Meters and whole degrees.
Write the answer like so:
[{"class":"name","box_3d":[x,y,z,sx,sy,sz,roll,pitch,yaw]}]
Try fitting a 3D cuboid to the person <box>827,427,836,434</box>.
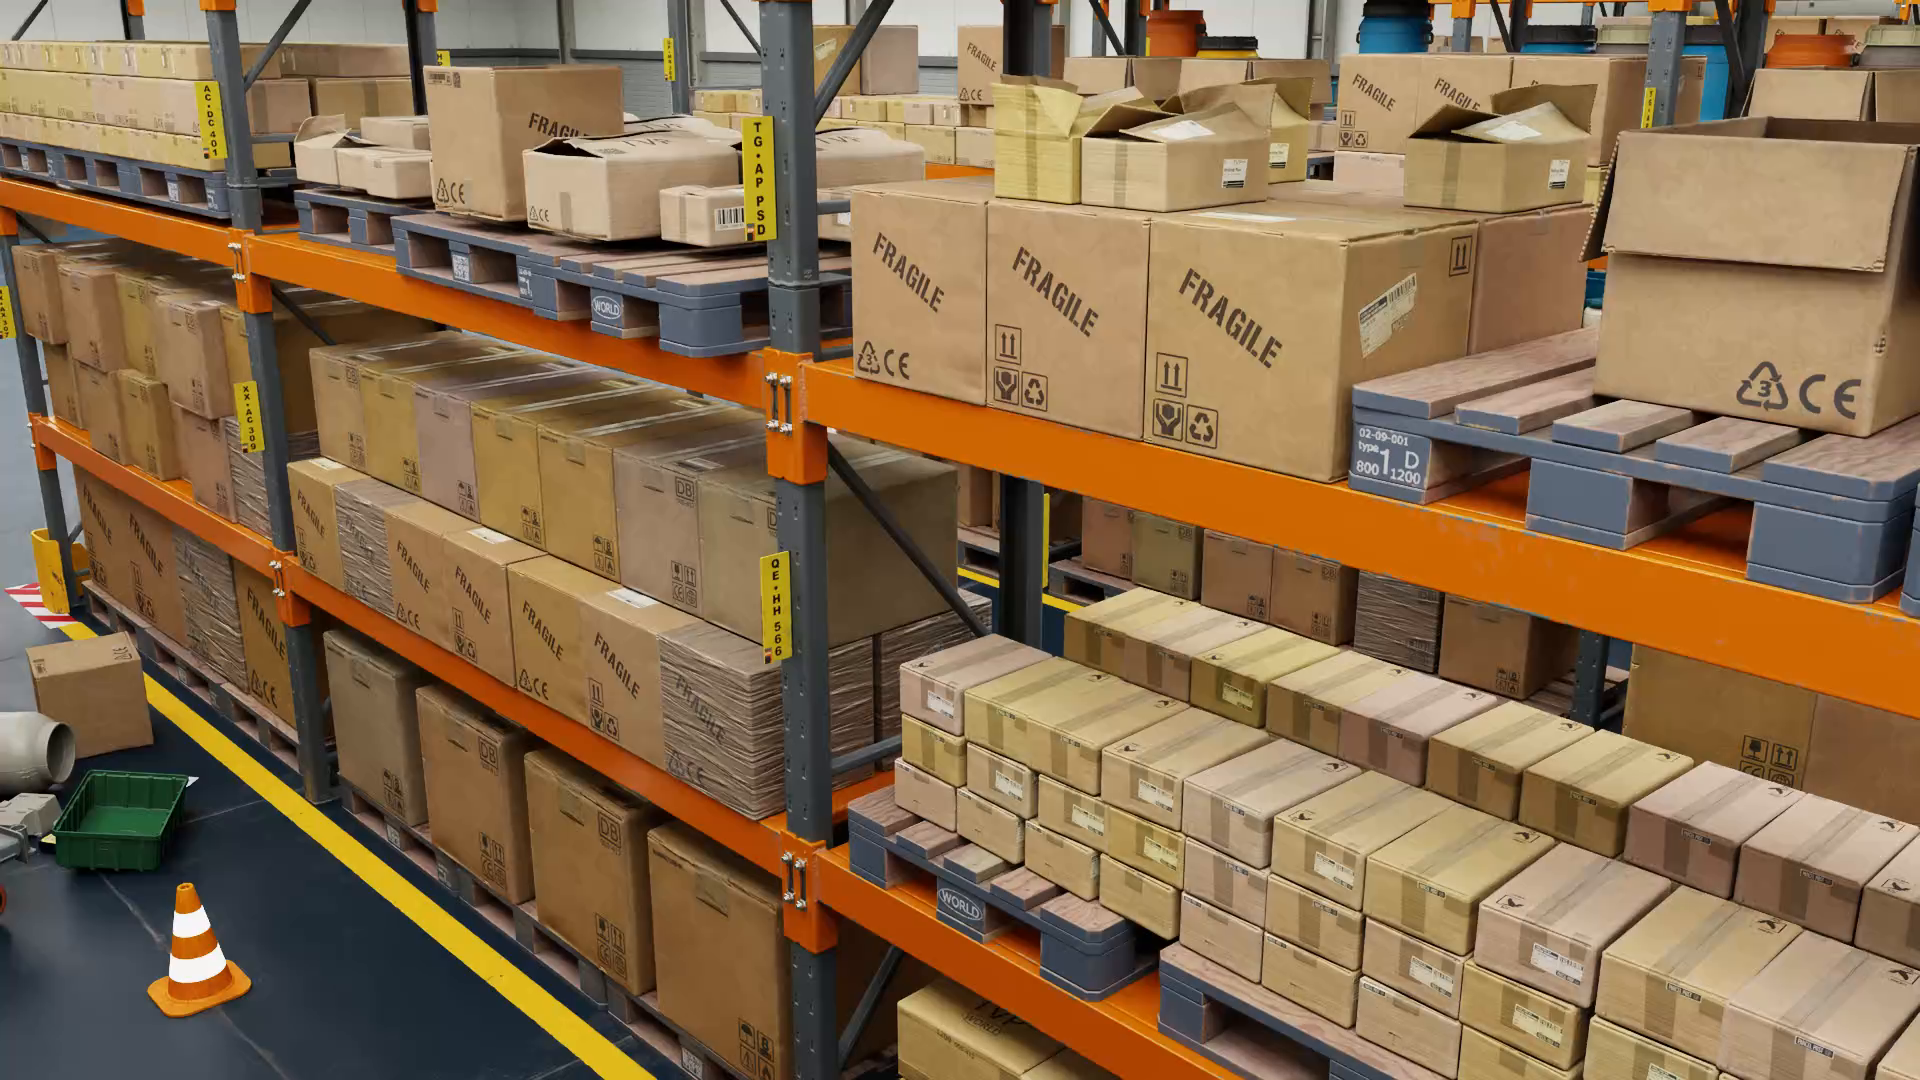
[{"class":"person","box_3d":[-0.931,-0.107,9.847,0.457,1.771,0.571,16,23,42]}]
